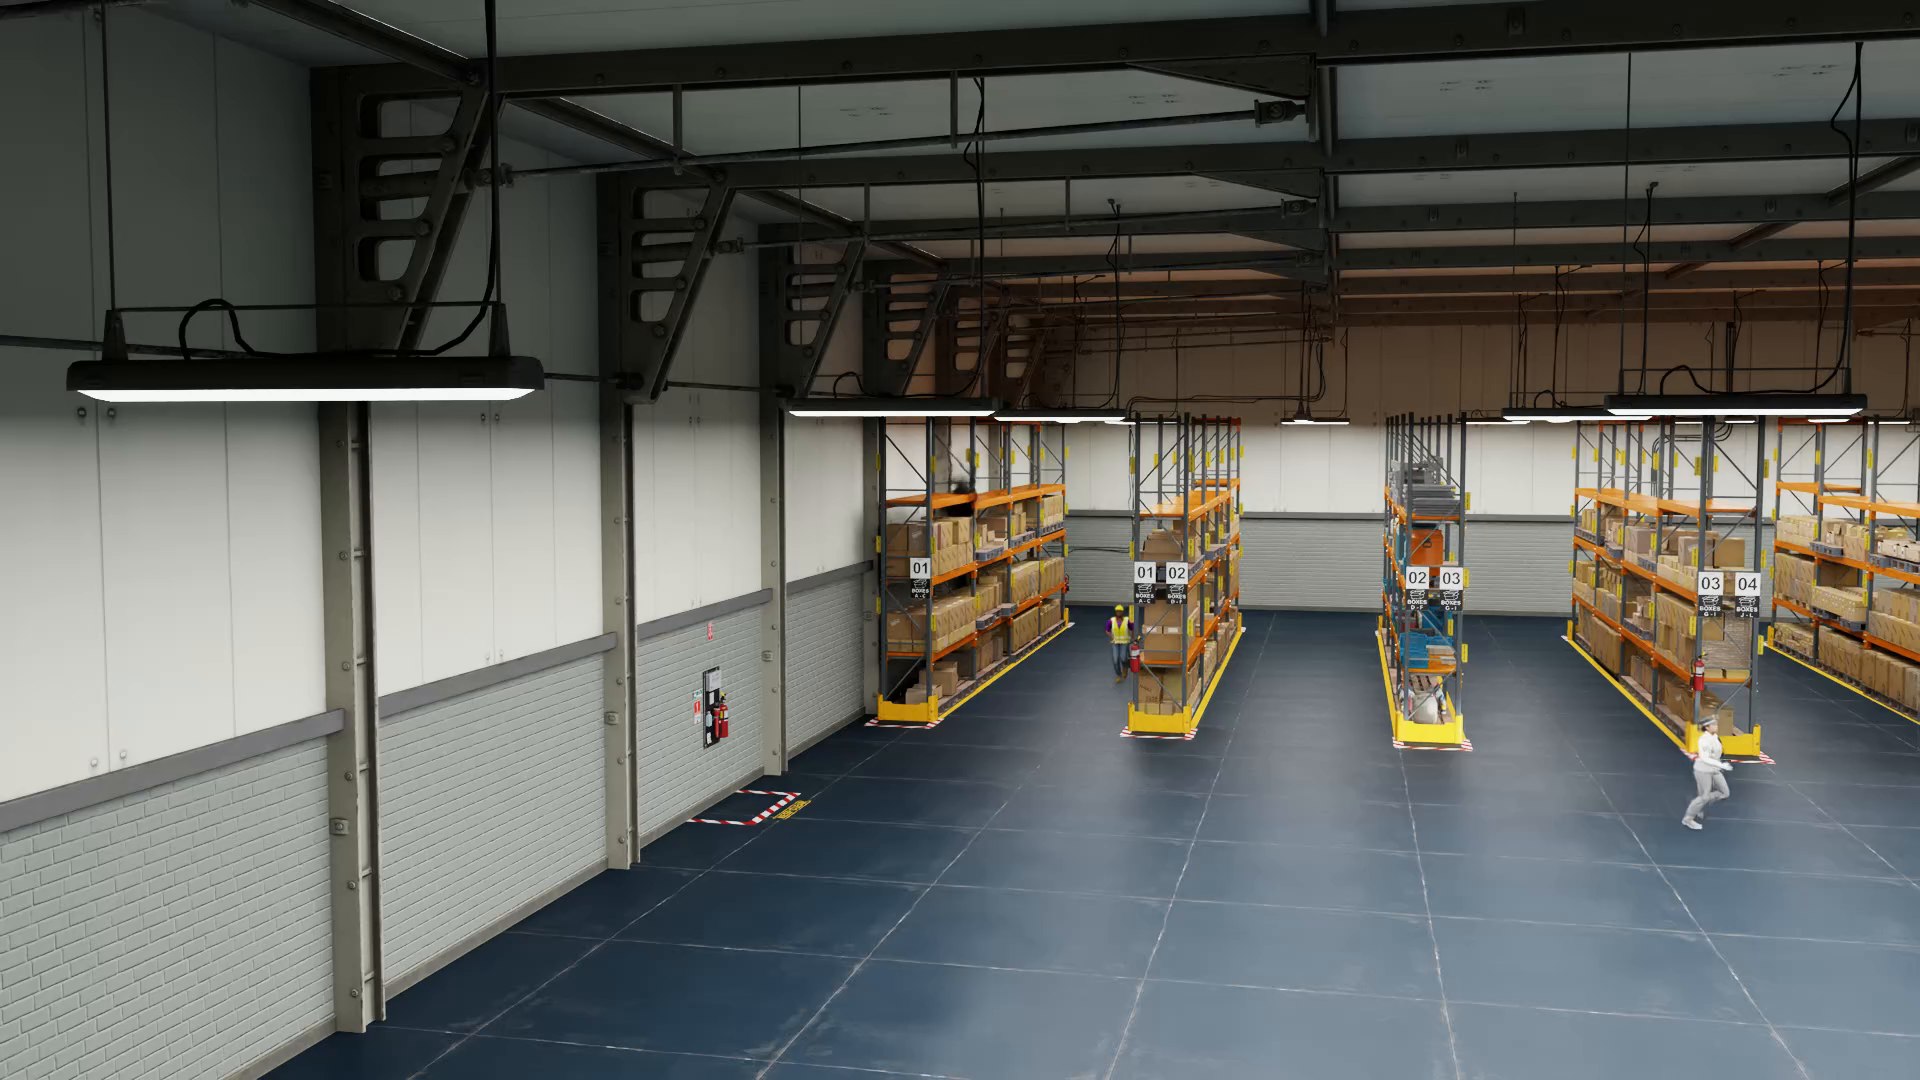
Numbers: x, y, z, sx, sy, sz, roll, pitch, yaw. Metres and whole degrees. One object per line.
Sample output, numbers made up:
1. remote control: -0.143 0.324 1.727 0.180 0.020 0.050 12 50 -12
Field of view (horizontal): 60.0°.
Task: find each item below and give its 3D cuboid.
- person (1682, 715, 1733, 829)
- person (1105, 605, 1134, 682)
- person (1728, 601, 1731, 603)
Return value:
1. person: 10.685 3.295 23.692 0.638 1.658 0.679 -4 5 -44
2. person: 3.586 2.331 37.329 0.691 1.724 0.586 1 4 12
3. person: 20.425 1.929 44.561 0.713 1.559 0.544 -1 4 -14
